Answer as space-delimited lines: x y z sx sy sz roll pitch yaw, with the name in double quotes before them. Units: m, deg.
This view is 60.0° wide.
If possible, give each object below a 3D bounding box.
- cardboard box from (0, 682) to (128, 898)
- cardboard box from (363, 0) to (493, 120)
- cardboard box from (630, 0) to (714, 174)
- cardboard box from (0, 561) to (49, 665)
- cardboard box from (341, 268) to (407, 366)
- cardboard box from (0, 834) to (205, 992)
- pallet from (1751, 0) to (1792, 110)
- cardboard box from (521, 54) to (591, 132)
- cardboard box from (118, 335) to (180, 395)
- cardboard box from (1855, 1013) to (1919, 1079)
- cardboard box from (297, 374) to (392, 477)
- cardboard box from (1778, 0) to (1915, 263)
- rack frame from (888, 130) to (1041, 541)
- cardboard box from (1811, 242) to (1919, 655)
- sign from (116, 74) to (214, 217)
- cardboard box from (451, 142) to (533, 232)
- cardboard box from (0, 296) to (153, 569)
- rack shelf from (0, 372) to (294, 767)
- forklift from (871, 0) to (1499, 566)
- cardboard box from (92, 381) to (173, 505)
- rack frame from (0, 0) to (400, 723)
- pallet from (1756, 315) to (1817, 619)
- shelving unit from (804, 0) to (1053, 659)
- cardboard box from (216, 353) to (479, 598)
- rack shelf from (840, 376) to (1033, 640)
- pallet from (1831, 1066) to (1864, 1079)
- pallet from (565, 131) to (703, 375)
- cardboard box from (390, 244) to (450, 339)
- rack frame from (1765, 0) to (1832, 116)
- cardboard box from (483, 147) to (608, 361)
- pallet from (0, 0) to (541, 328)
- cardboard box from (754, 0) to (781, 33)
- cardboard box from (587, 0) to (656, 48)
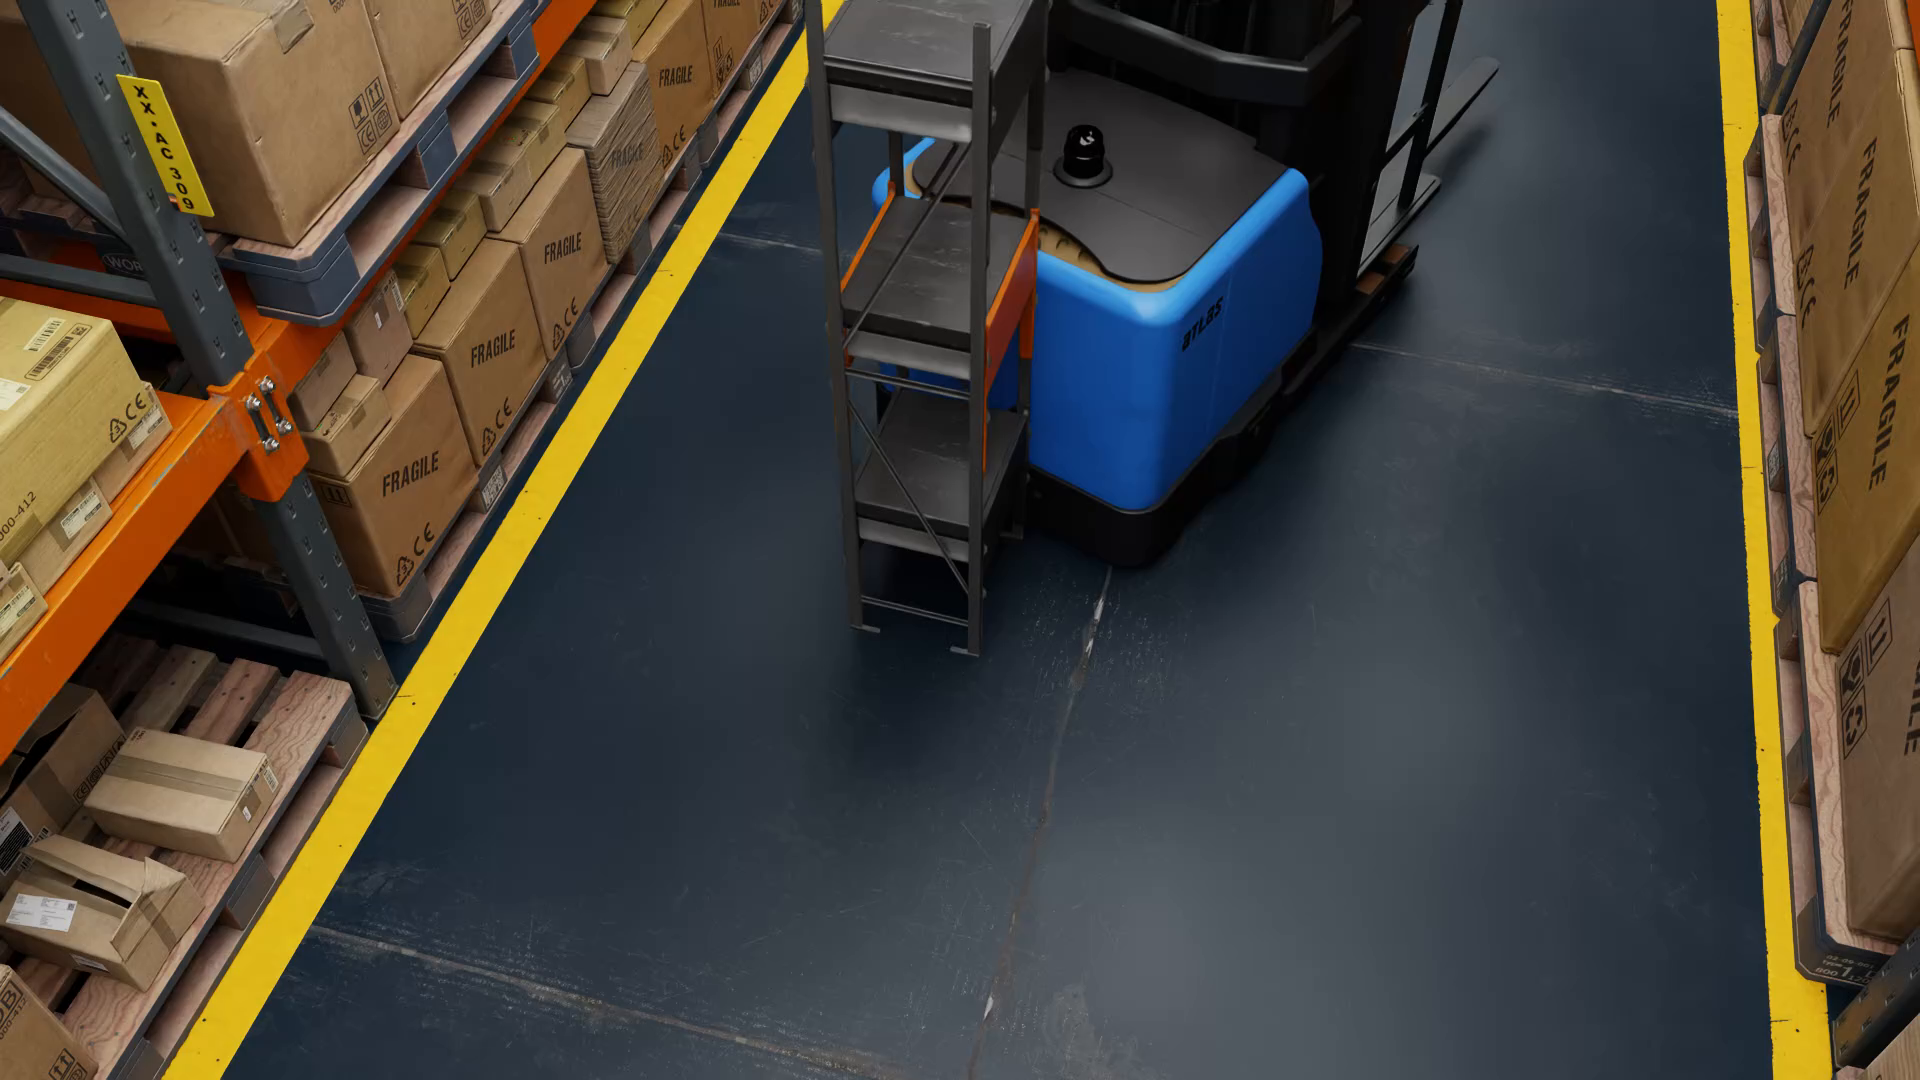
"cardboard box" -2.539 0.571 4.258 0.500 0.311 0.500 13 50 11
"cardboard box" -1.658 -1.463 4.194 0.700 0.500 0.500 12 50 10
"cardboard box" -1.266 -1.728 6.162 0.500 0.500 0.500 14 50 12
"cardboard box" -2.071 0.138 3.295 0.380 0.149 0.250 13 50 11
"cardboard box" -1.764 -0.640 4.570 0.380 0.149 0.250 9 49 8
"cardboard box" -2.095 0.874 4.021 0.396 0.266 0.258 13 50 11
"pallet" 3.912 -2.169 7.024 1.003 0.211 1.213 12 50 10
"cardboard box" -1.460 -1.502 5.529 0.380 0.149 0.250 12 50 10
"cardboard box" -2.319 -0.460 4.610 0.380 0.149 0.250 10 49 9
"cardboard box" 2.383 1.508 3.347 0.875 0.438 0.875 11 49 9
"cardboard box" -1.786 -0.344 4.507 0.380 0.149 0.250 14 50 12
"cardboard box" 3.443 -1.480 5.692 0.875 0.875 0.875 11 50 10
"rack frame" 0.010 -0.740 4.503 0.400 2.100 0.015 13 50 11
"cardboard box" 2.968 -0.189 4.553 0.875 0.875 0.875 13 50 11
"sign" -1.612 -0.795 3.374 0.100 0.325 0.005 12 50 10
"cardboard box" -1.571 -1.122 5.194 0.380 0.149 0.250 11 50 10
"cardboard box" -2.036 -0.243 3.365 0.500 0.250 0.500 13 50 11
"rack shelf" -2.664 1.074 2.781 1.077 0.370 4.000 12 50 10
"forklift" 0.999 -1.960 5.025 1.130 2.935 3.031 28 54 23
"cardboard box" -1.978 -0.247 3.635 0.380 0.149 0.250 12 50 11
"rack frame" -2.138 -0.611 3.788 1.000 3.000 0.127 12 50 10
"pallet" 3.102 -0.169 5.259 1.003 0.211 1.213 12 50 10
"shelving unit" -0.061 -0.565 4.348 0.431 2.100 0.503 13 50 11
"cardboard box" -1.793 -0.228 4.838 0.500 0.500 0.500 14 50 12
"rack shelf" -0.062 -0.093 4.883 0.431 0.518 0.480 13 50 11
"pallet" 2.376 1.824 3.500 1.003 0.211 1.213 12 50 10
"pallet" -1.641 -1.169 6.141 1.003 0.211 1.213 12 50 10
"cardboard box" -1.732 -0.747 4.864 0.380 0.149 0.250 9 49 8
"rack frame" 3.705 -2.527 5.480 1.000 3.000 0.127 12 50 10
"cardboard box" -1.527 -0.975 5.497 0.500 0.500 0.500 10 49 9
"pallet" -1.822 -1.103 4.351 1.003 0.211 1.213 12 50 10
"cardboard box" -0.989 -2.467 6.814 0.500 0.500 0.500 13 50 11
"cardboard box" -1.303 -1.875 5.859 0.380 0.149 0.250 11 49 9
